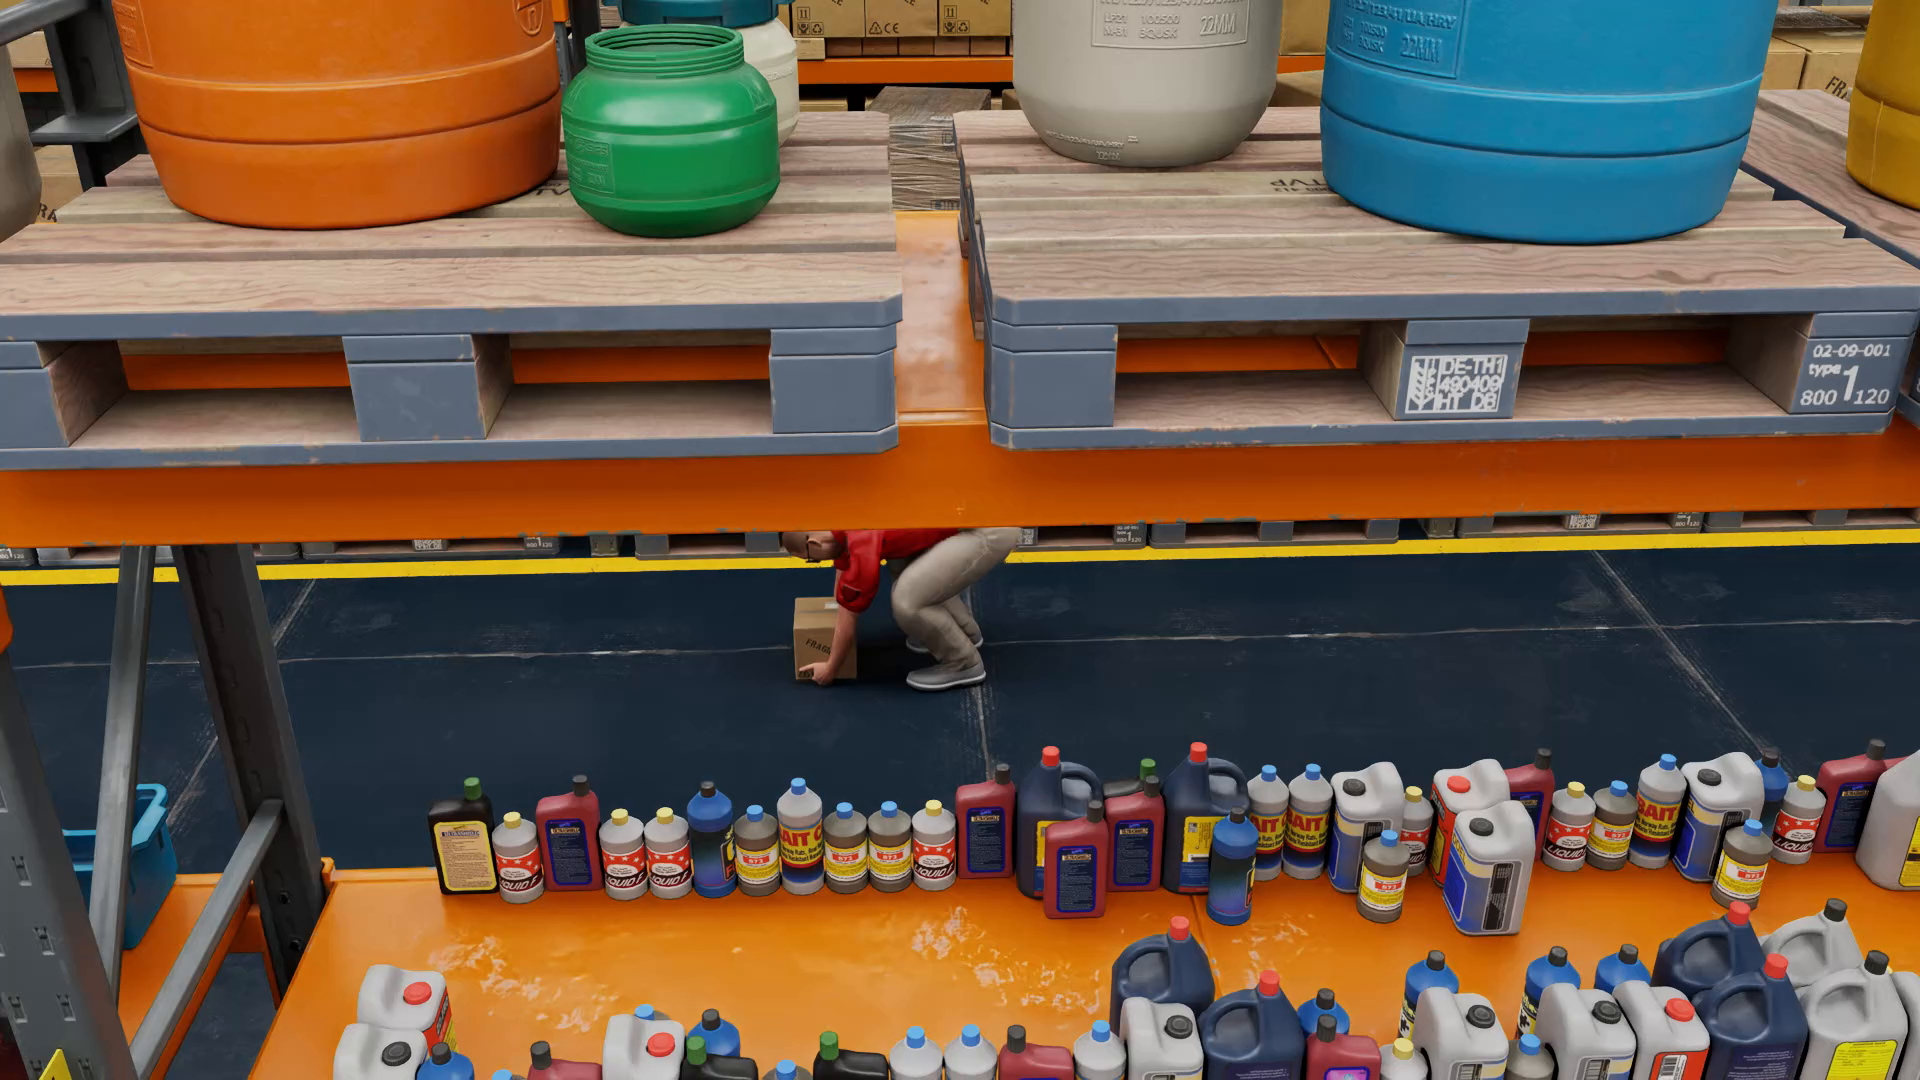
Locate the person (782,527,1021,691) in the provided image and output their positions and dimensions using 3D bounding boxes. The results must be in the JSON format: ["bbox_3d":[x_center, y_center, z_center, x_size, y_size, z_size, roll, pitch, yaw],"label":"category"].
[{"bbox_3d":[-0.237,0.144,6.787,0.957,0.884,0.544,-2,27,-4],"label":"person"}]
